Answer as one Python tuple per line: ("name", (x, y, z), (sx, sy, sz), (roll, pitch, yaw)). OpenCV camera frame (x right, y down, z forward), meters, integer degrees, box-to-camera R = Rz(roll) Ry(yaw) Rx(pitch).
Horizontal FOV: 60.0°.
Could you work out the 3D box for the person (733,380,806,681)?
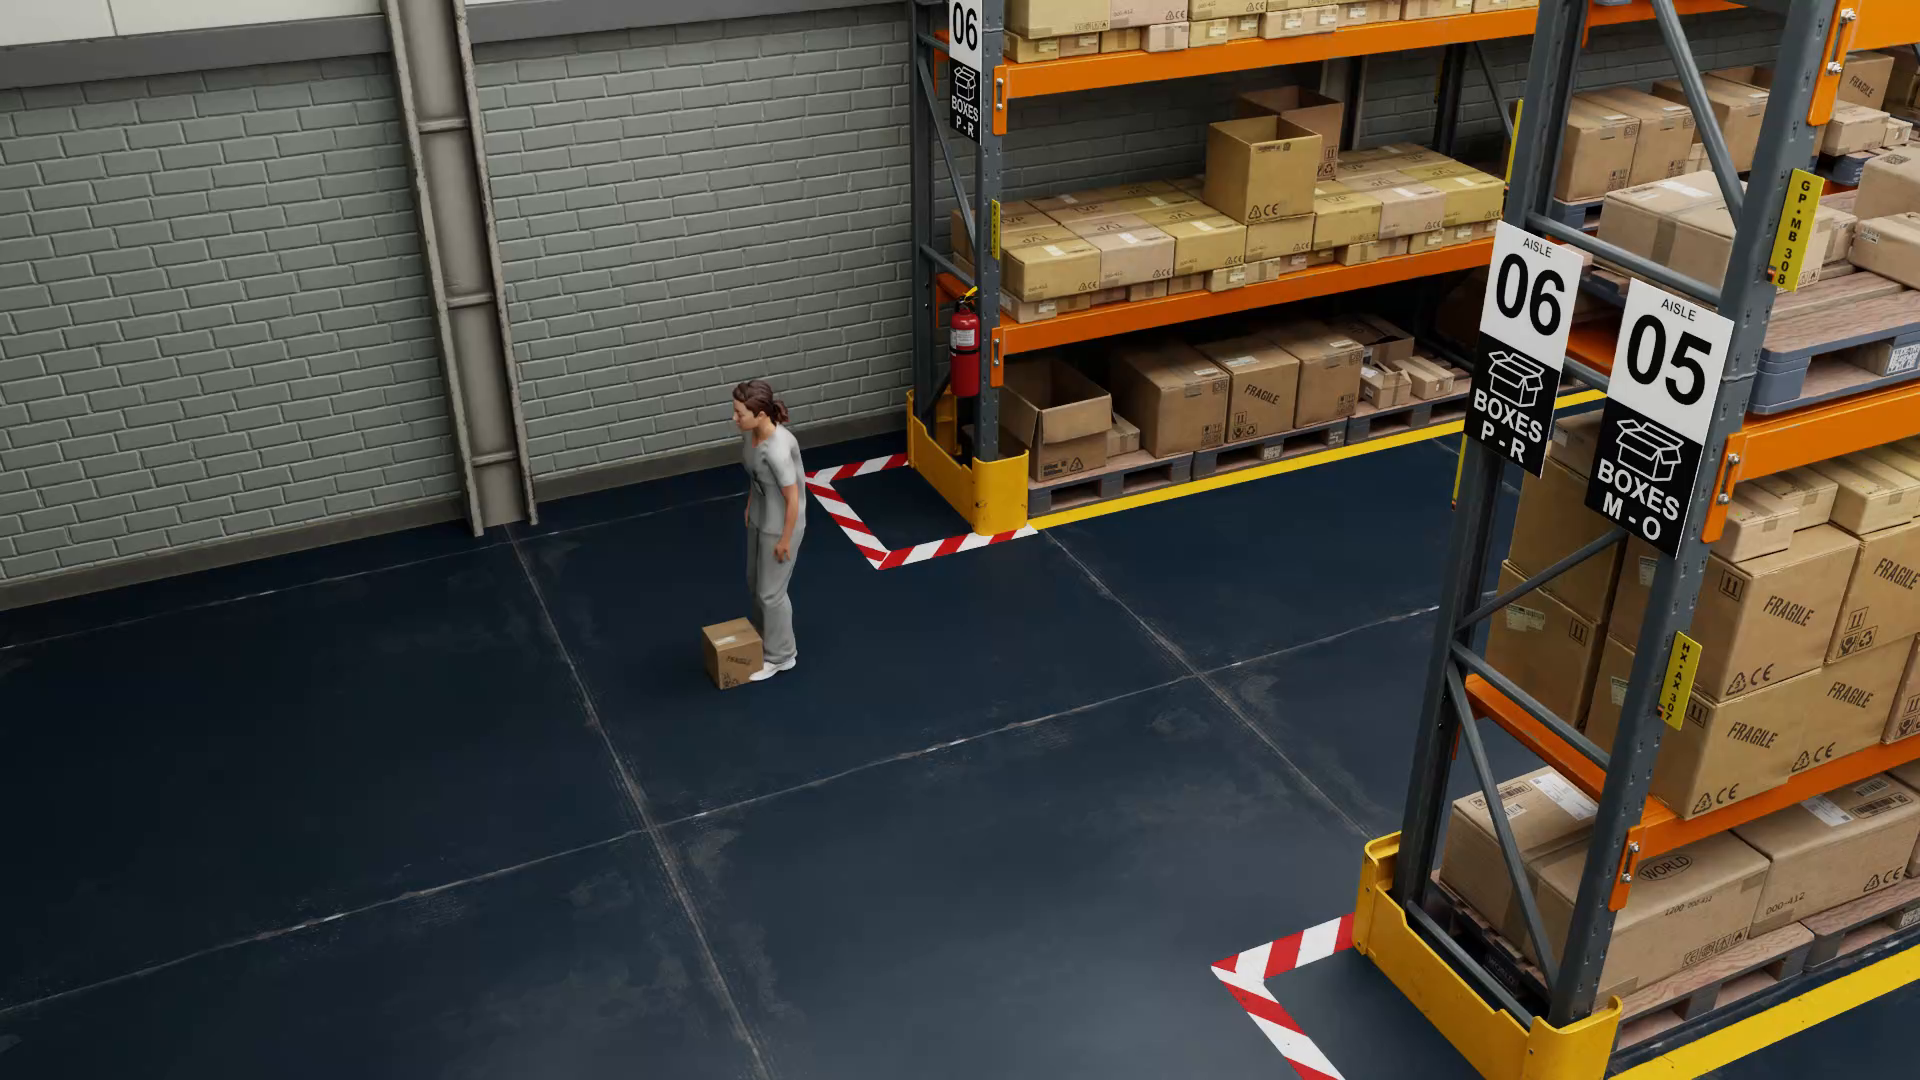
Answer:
("person", (-1.007, -0.068, 8.570), (0.416, 1.671, 0.501), (-15, 33, -24))
